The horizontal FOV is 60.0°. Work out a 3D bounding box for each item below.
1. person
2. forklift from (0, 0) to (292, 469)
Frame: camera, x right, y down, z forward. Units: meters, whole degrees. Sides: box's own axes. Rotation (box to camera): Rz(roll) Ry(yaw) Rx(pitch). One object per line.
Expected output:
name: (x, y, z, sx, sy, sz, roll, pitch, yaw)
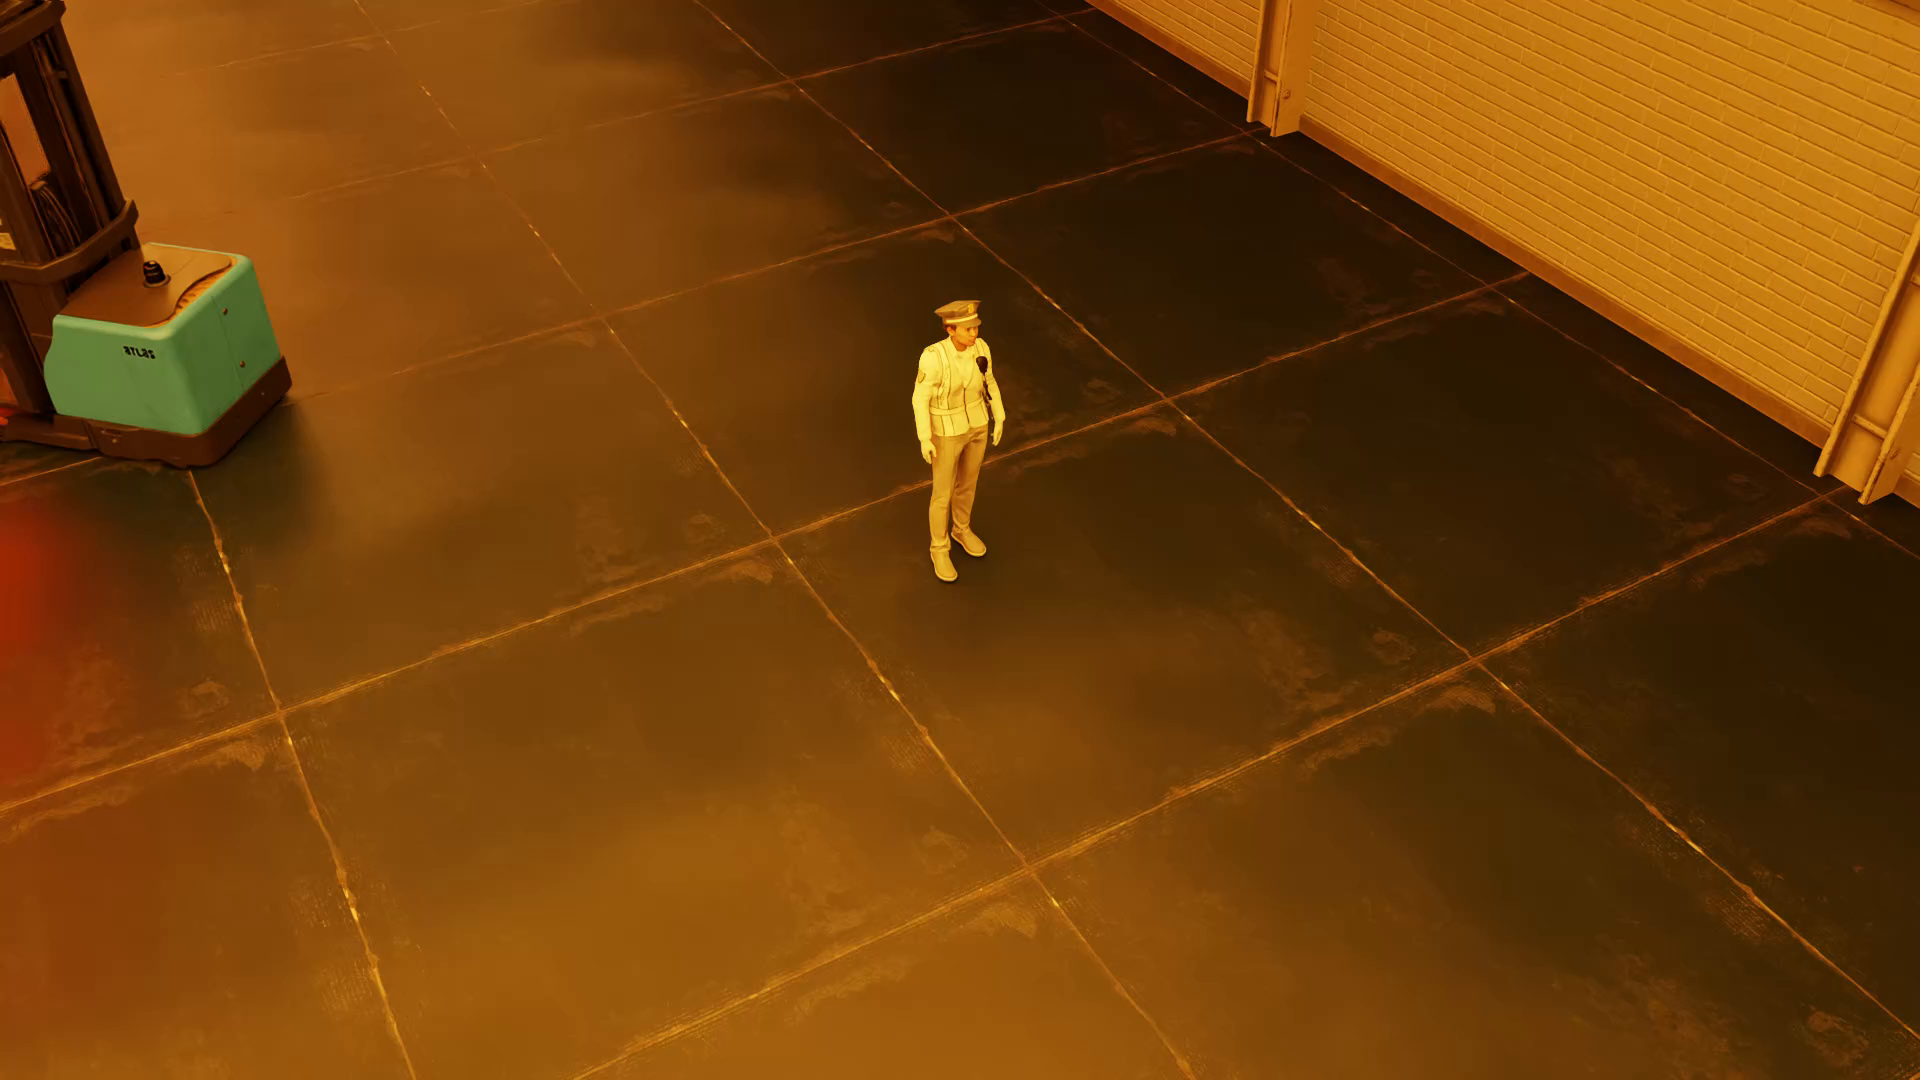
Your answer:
person: (0.028, -0.617, 9.738, 0.587, 1.694, 0.530, -20, 44, -23)
forklift: (-6.197, -2.100, 10.568, 3.031, 2.935, 1.130, 9, 41, 11)
